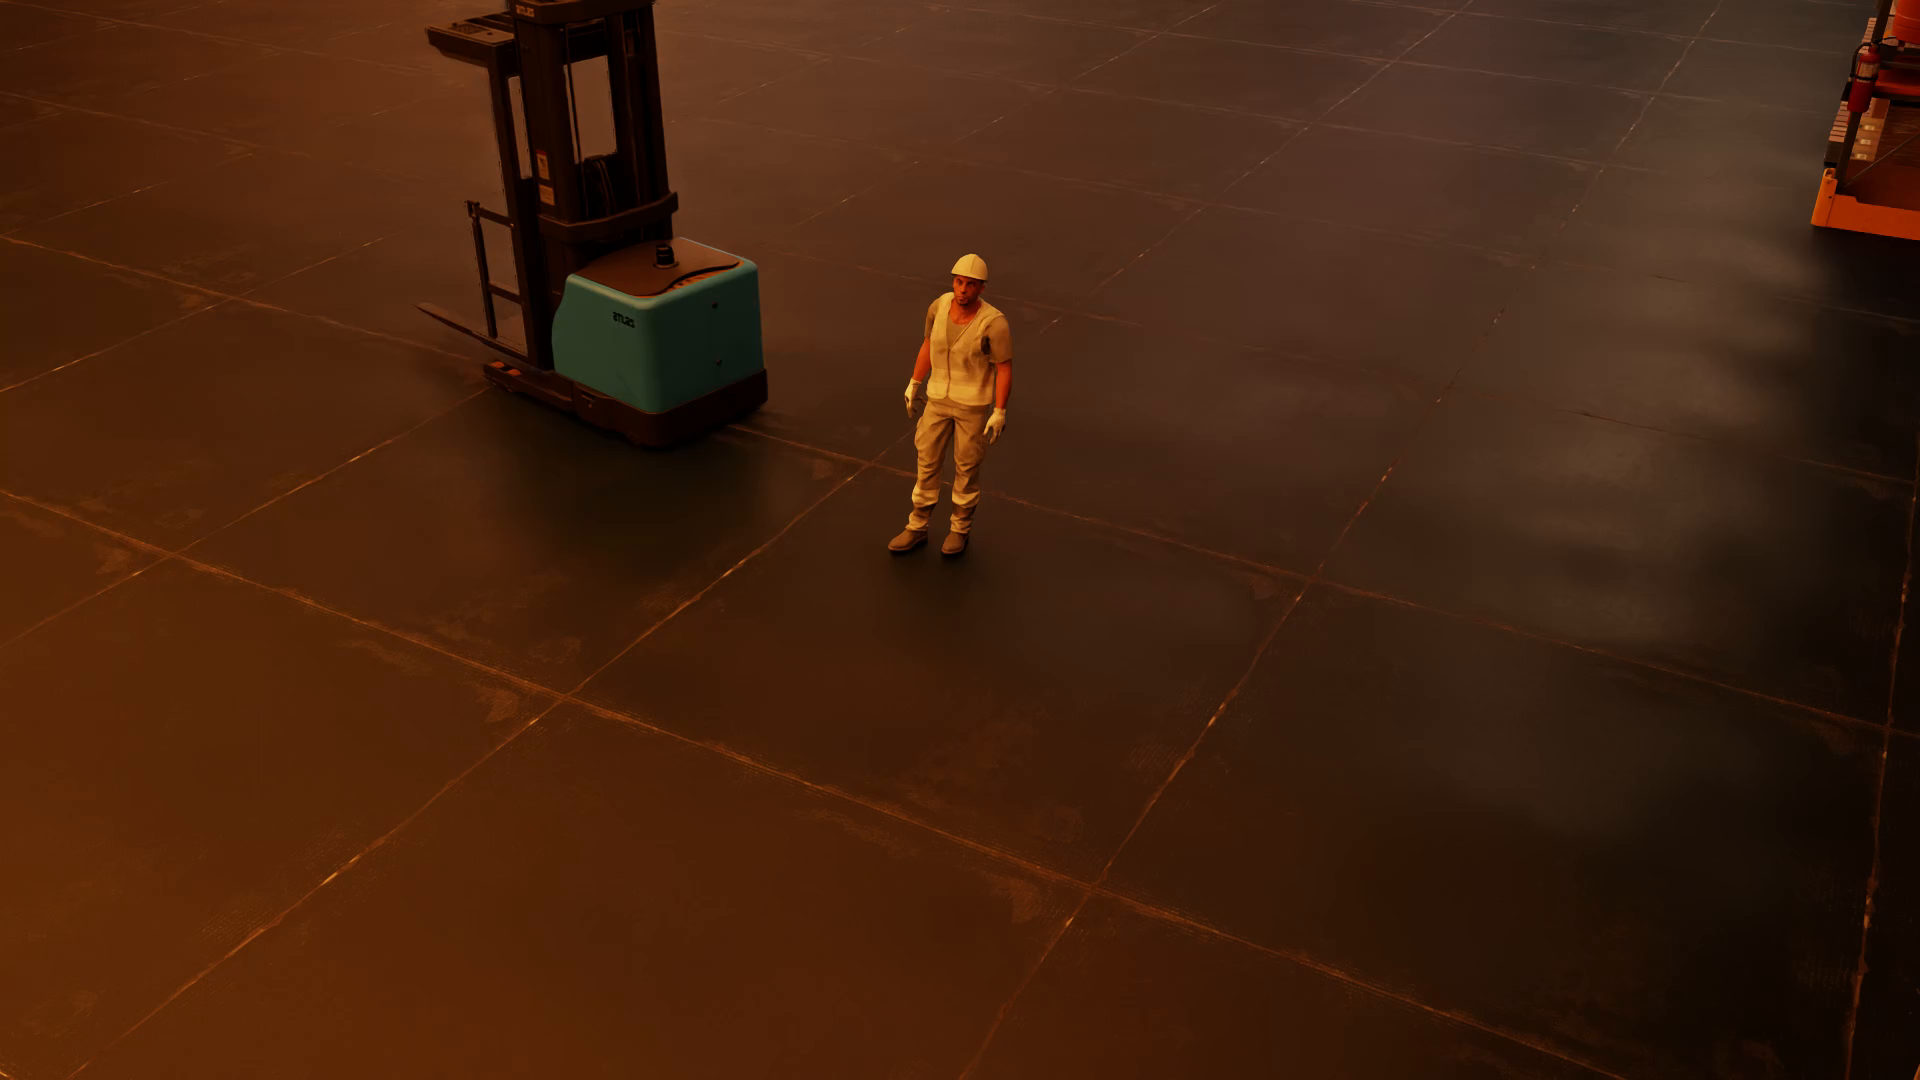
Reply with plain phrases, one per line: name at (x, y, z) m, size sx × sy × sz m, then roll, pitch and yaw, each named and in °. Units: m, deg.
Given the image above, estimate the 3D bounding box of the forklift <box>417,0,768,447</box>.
forklift at (-2.776, -2.492, 11.388) m, size 3.031 × 2.935 × 1.130 m, roll 23°, pitch 37°, yaw 35°

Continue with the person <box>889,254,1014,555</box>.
person at (-0.050, -0.749, 9.497) m, size 0.637 × 1.787 × 0.564 m, roll 15°, pitch 33°, yaw 25°
